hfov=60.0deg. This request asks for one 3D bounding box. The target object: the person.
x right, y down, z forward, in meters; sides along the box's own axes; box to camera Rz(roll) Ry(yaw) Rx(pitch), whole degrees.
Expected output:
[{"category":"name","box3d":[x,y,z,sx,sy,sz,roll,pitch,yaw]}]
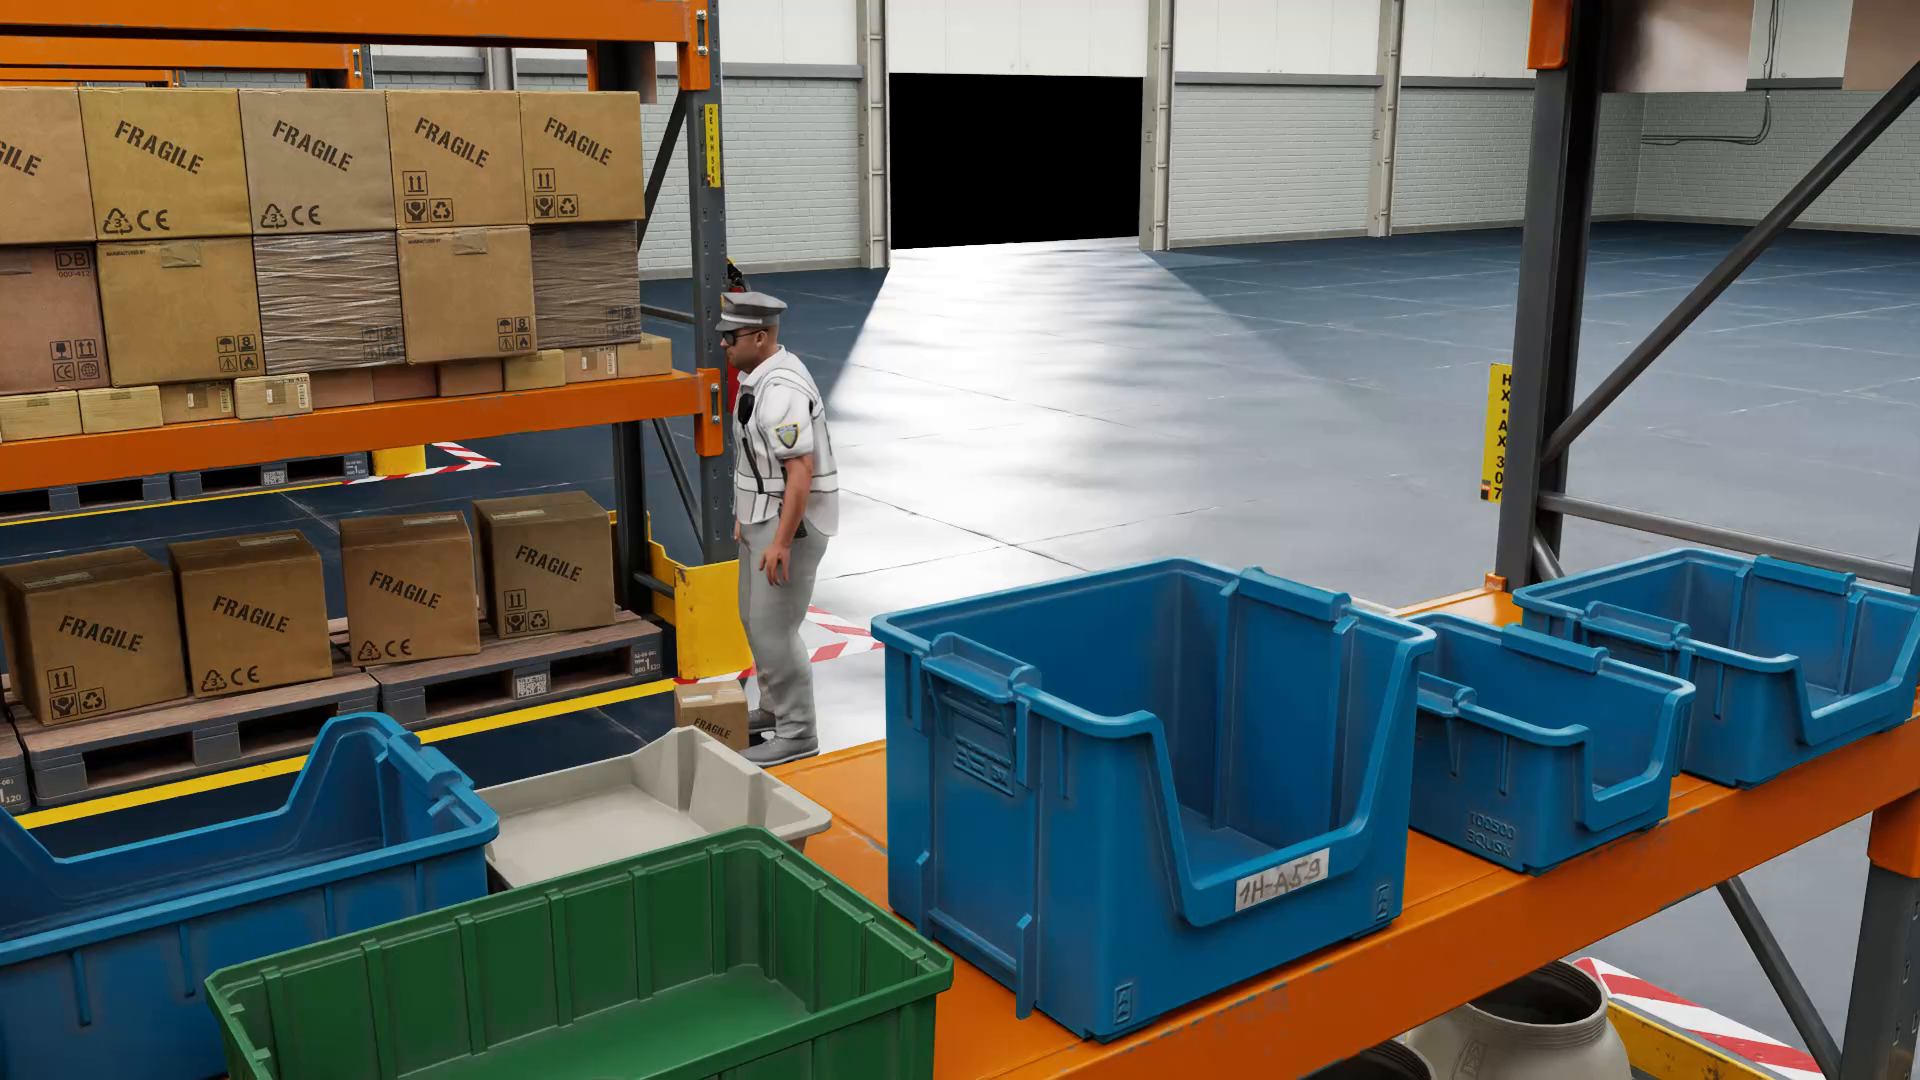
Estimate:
[{"category":"person","box3d":[-0.675,-0.049,6.179,0.428,1.751,0.605,-5,15,-17]}]
